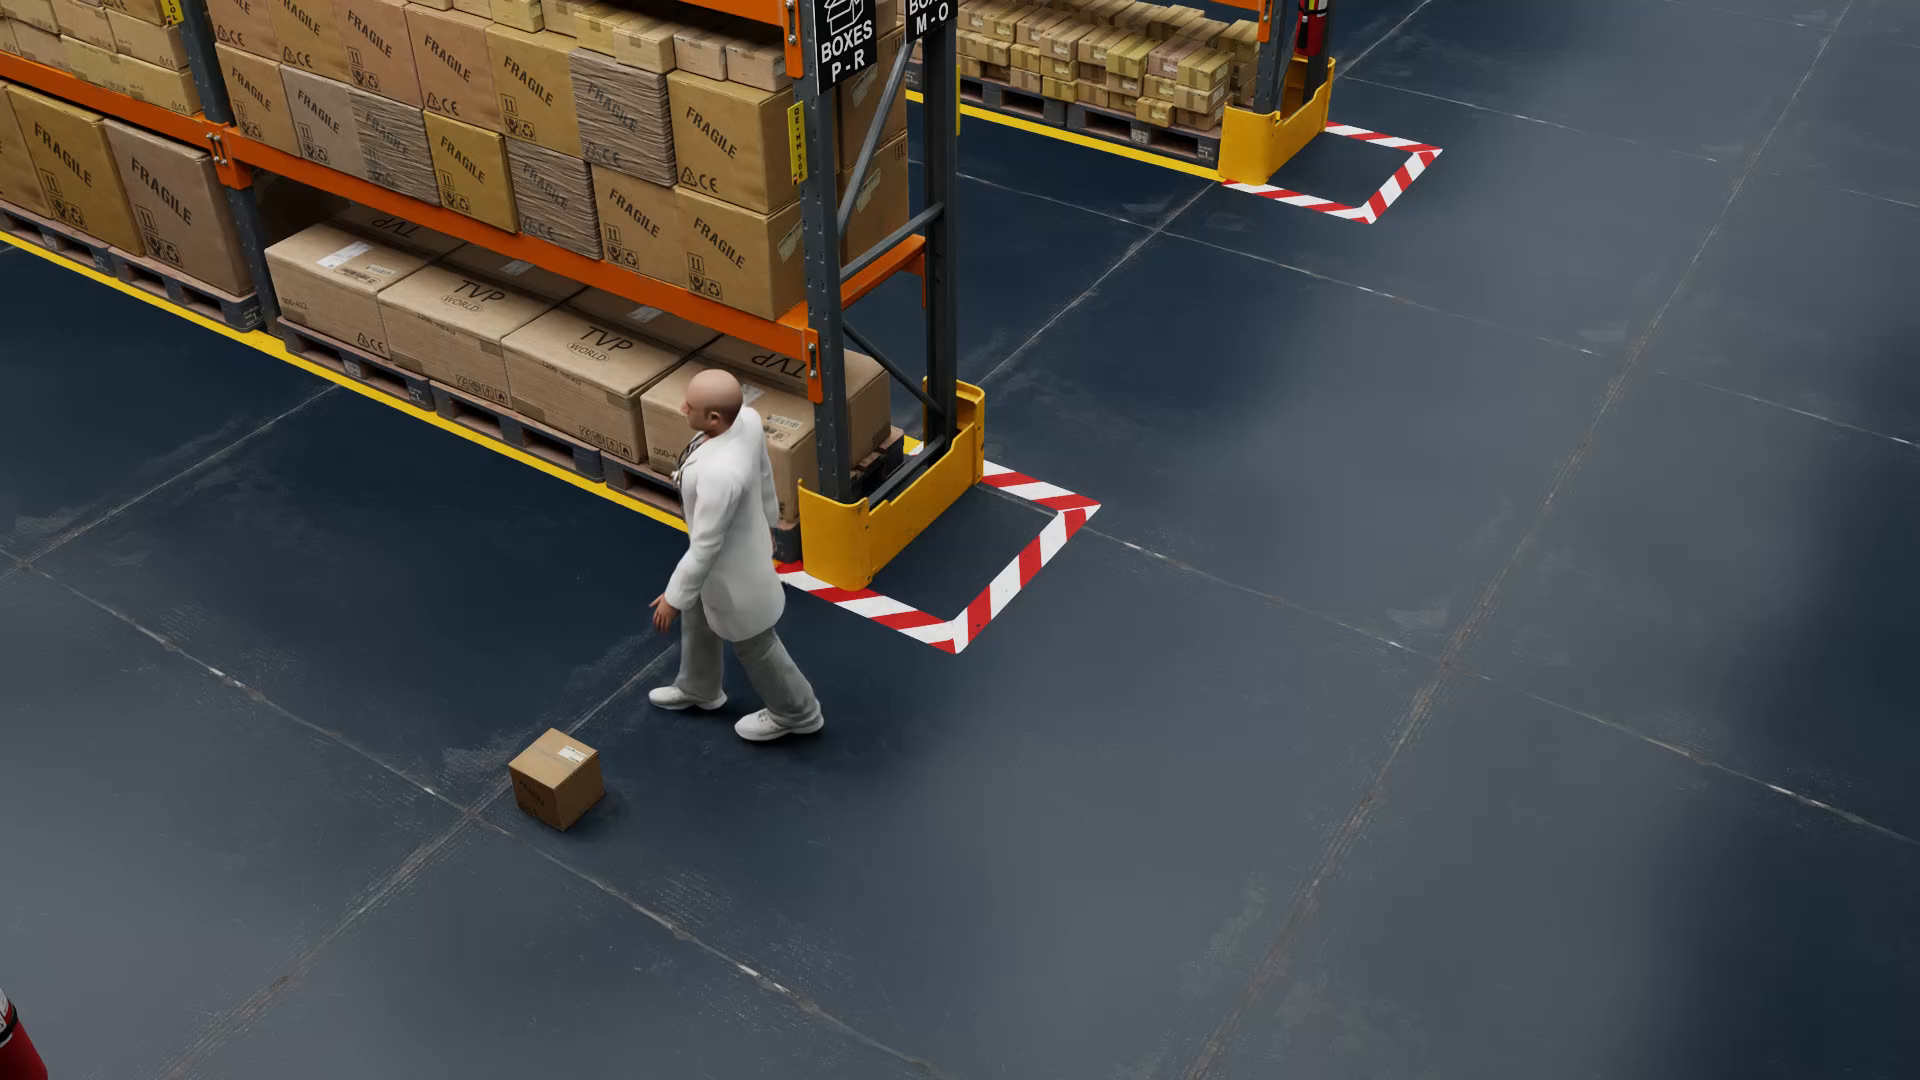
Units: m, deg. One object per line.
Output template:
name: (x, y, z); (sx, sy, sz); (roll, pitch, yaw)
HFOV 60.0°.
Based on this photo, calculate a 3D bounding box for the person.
person: (-0.968, 0.106, 6.559); (0.783, 1.798, 0.669); (0, 38, 0)
